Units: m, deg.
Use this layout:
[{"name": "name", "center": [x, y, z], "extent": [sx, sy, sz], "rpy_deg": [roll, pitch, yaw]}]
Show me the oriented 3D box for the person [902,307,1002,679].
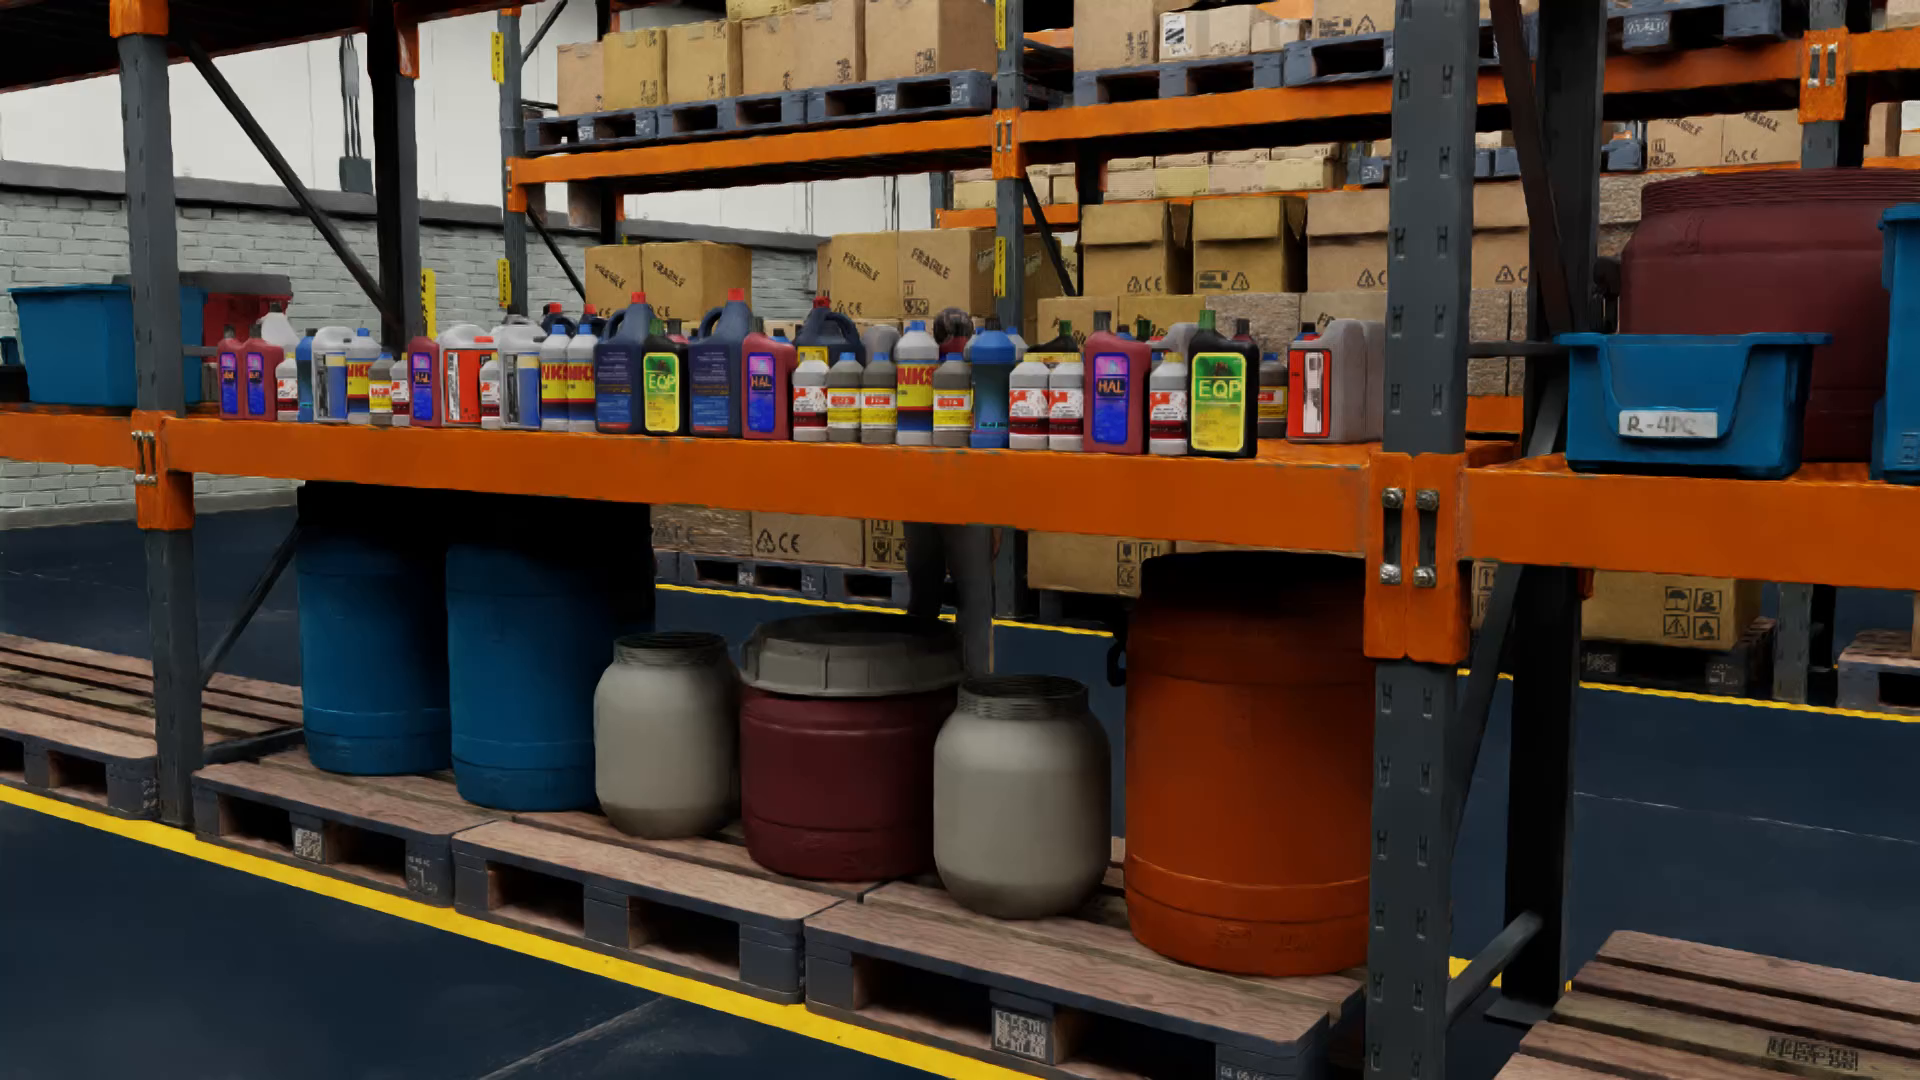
[{"name": "person", "center": [-0.021, -0.088, 6.619], "extent": [0.493, 1.664, 0.349], "rpy_deg": [4, 7, 30]}]
